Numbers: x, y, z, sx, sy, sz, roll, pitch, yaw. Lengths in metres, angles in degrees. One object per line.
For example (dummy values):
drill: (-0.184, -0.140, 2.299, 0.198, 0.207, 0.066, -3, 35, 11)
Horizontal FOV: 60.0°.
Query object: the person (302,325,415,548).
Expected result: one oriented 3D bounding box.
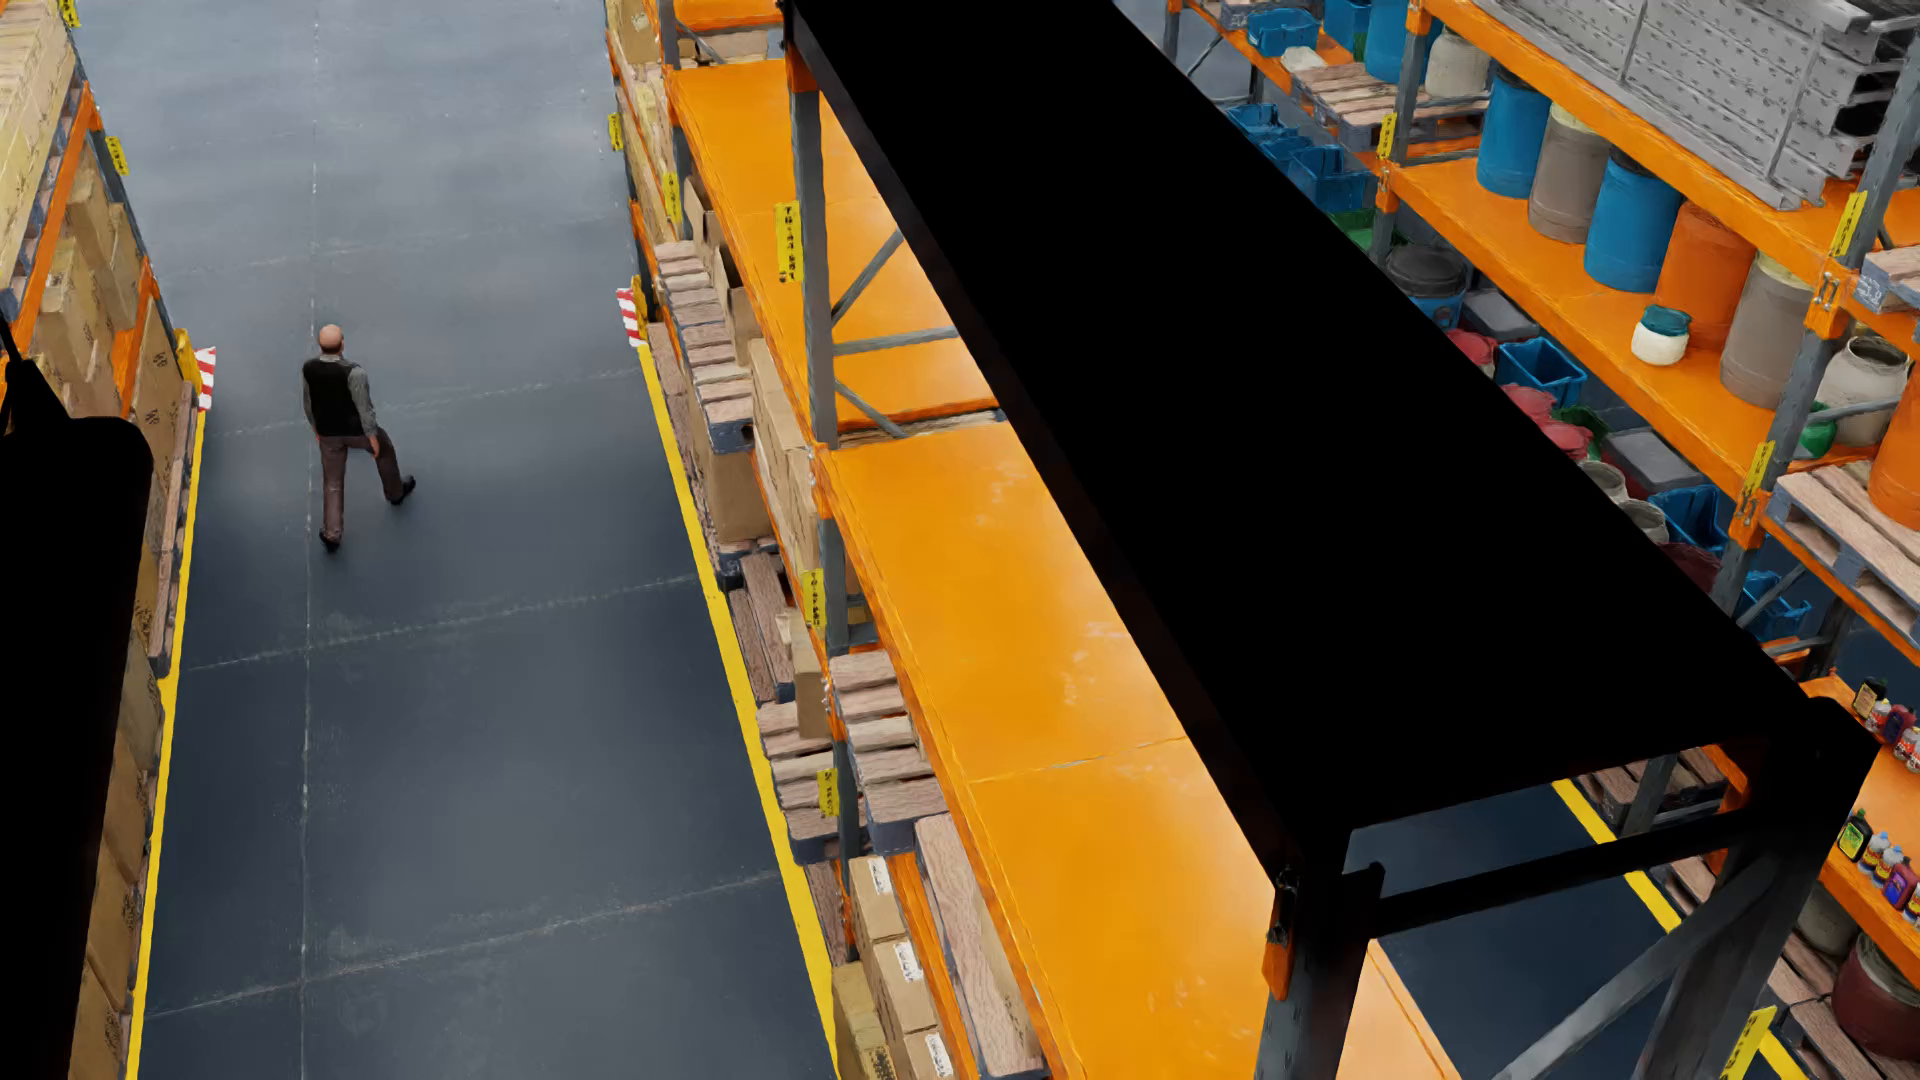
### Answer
person: (-4.635, -0.821, 12.533, 0.574, 1.664, 0.955, 3, 38, 4)
